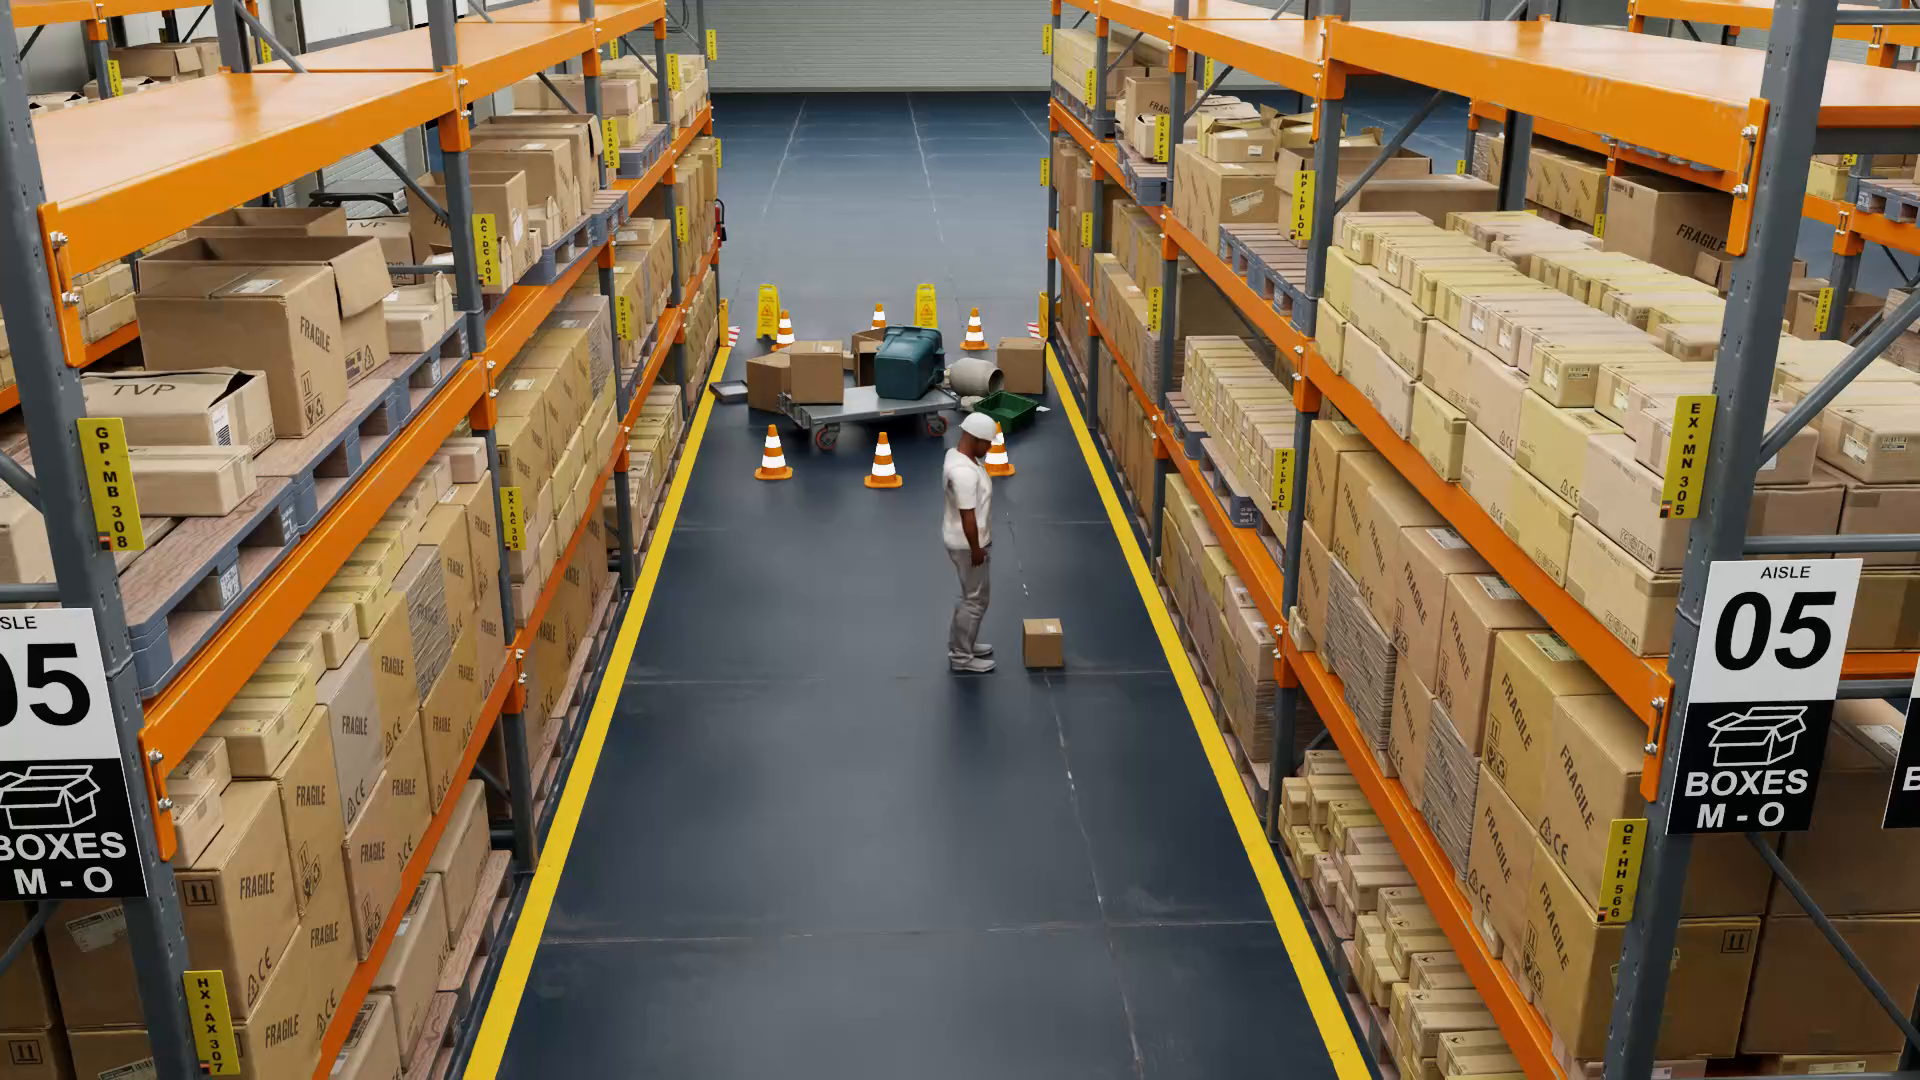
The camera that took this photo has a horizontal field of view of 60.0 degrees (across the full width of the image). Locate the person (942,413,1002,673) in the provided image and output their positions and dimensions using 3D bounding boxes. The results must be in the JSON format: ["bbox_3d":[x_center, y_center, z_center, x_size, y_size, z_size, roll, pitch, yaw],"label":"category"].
[{"bbox_3d":[0.079,0.002,11.070,0.396,1.743,0.578,-1,20,-2],"label":"person"}]
